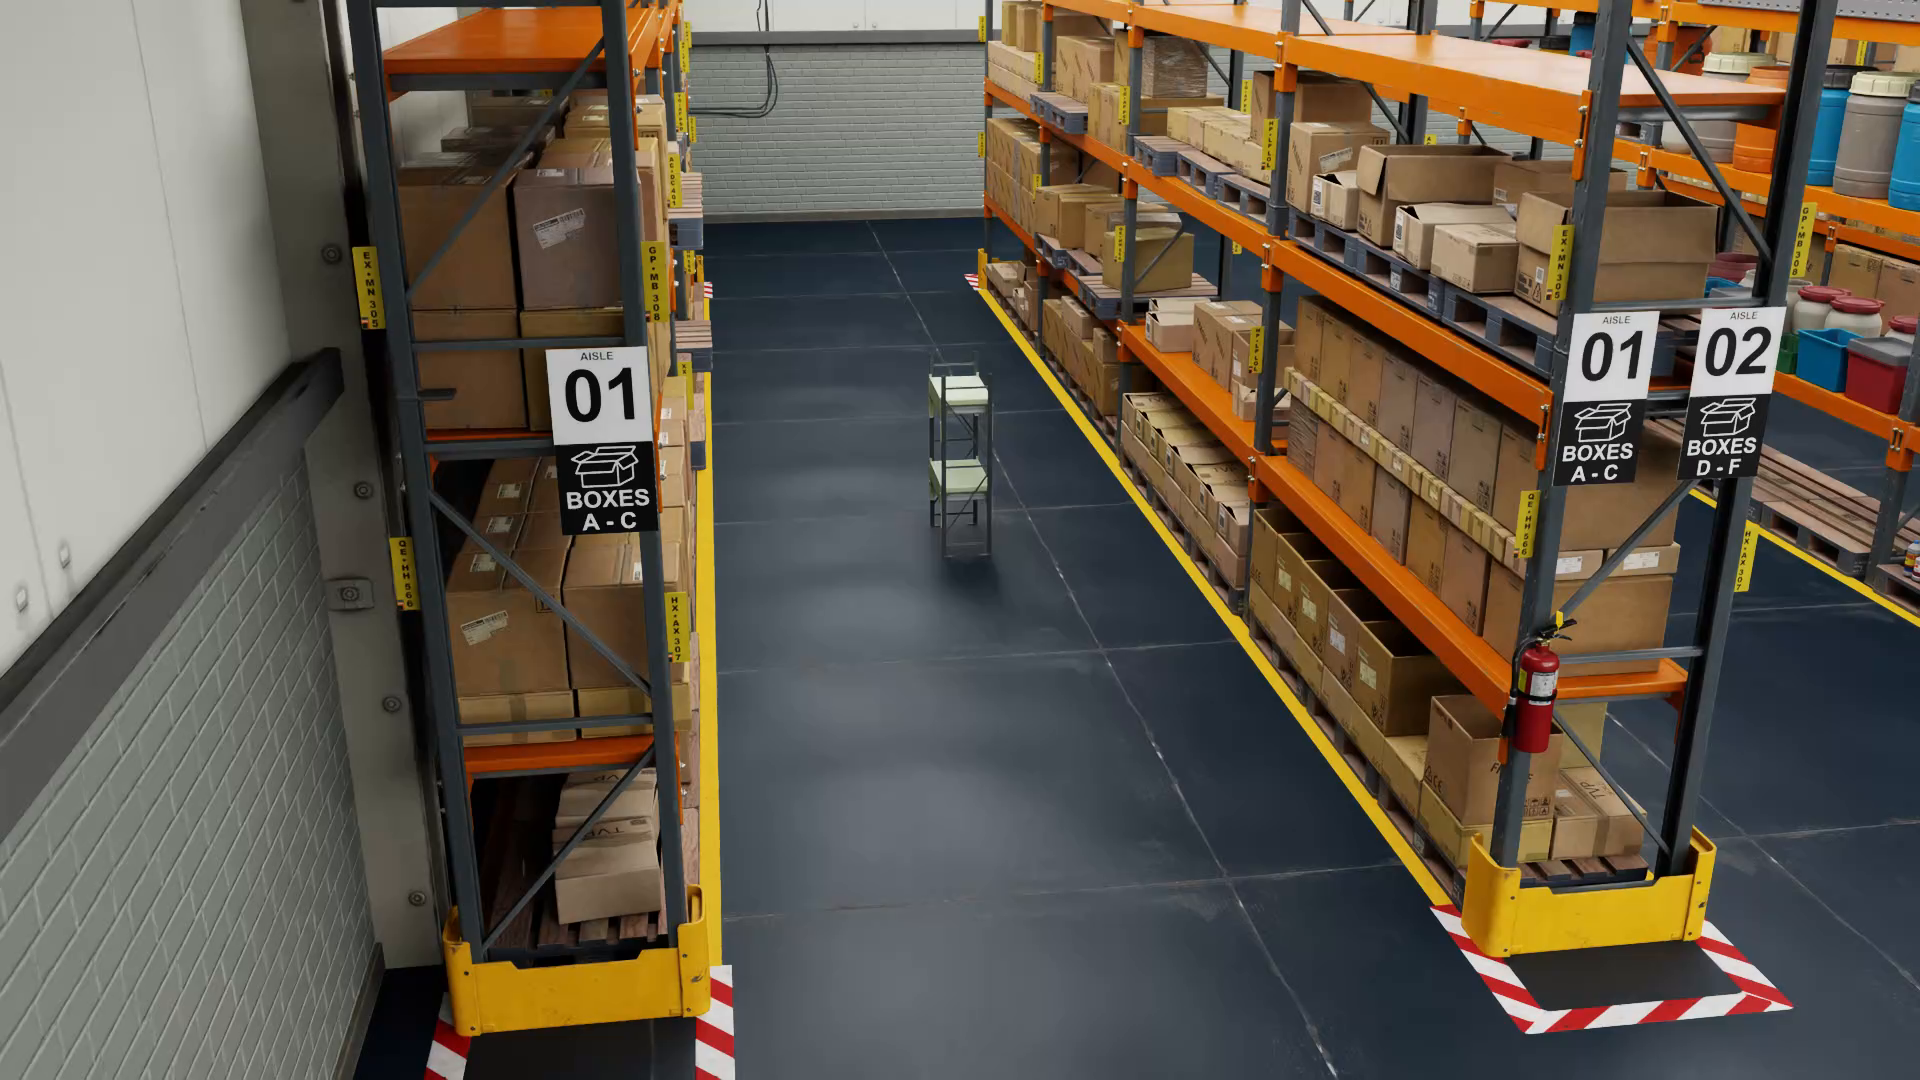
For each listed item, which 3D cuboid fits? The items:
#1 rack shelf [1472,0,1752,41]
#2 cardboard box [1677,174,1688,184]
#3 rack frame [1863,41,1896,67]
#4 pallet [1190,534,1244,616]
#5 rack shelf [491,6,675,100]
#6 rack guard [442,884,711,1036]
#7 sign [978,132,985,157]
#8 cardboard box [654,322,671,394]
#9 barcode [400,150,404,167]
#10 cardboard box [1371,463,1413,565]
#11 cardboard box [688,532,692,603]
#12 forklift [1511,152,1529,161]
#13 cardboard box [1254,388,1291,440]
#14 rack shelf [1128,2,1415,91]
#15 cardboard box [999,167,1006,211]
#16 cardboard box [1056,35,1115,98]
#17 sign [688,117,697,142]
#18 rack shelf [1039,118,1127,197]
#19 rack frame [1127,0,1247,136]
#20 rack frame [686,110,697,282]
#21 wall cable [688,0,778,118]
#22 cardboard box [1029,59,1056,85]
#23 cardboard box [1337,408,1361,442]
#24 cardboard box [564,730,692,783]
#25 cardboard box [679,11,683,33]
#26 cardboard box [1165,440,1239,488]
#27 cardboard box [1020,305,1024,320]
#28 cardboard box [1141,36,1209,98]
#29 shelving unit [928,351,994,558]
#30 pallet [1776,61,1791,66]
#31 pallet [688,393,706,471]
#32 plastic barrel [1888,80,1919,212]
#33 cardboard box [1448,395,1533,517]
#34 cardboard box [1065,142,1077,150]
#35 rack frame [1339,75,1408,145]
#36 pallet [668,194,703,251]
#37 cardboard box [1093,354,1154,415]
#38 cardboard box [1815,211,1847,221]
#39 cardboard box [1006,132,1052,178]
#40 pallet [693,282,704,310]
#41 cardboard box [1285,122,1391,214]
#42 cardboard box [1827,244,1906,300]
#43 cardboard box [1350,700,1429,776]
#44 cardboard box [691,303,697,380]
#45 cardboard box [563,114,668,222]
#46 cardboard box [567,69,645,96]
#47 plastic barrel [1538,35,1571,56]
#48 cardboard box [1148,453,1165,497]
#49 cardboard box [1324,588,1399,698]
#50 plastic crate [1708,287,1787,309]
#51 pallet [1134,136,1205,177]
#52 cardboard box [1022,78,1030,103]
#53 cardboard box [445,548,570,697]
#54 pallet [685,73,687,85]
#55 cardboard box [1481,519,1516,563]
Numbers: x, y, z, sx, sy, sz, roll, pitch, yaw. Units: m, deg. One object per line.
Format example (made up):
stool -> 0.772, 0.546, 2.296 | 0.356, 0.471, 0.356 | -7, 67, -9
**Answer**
rack shelf -> 6.602, -5.437, 17.012 | 1.077, 0.370, 4.000 | -3, 21, -8
cardboard box -> 10.402, -5.132, 23.529 | 0.380, 0.149, 0.250 | -3, 21, -9
rack frame -> 11.215, -6.904, 19.339 | 1.000, 3.000, 0.127 | -3, 21, -8
pallet -> 2.420, 0.228, 12.804 | 1.003, 0.211, 1.213 | -3, 21, -8
rack shelf -> -2.625, -3.552, 11.966 | 1.077, 0.370, 4.000 | -3, 21, -8
rack guard -> -1.771, 1.956, 7.765 | 1.175, 0.500, 0.348 | -3, 21, -8
sign -> 0.298, -5.358, 22.537 | 0.100, 0.325, 0.005 | -3, 21, -8
cardboard box -> -1.603, -0.967, 7.558 | 0.500, 0.500, 0.500 | -2, 21, -4
barcode -> -2.357, -1.611, 7.026 | 0.001, 0.075, 0.075 | -3, 21, -8
cardboard box -> 2.861, -0.185, 9.782 | 0.700, 0.500, 0.500 | -2, 21, -6
cardboard box -> -1.743, 0.156, 9.197 | 0.500, 0.250, 0.500 | -3, 21, -7
forklift -> 4.432, -2.065, 15.056 | 1.130, 2.935, 3.031 | 0, 20, -1
cardboard box -> 2.451, -0.923, 12.115 | 0.500, 0.250, 0.500 | -2, 21, -4
rack shelf -> 2.277, -3.804, 12.638 | 1.077, 0.370, 4.000 | -3, 21, -8
cardboard box -> 0.787, -4.507, 21.354 | 0.500, 0.500, 0.500 | -3, 21, -8
cardboard box -> 1.412, -5.112, 17.944 | 0.600, 0.600, 0.600 | -5, 21, -13
sign -> -3.527, -5.405, 21.906 | 0.100, 0.325, 0.005 | -3, 21, -8
rack shelf -> 1.700, -3.971, 16.801 | 1.077, 0.370, 4.000 | -3, 21, -8
rack frame -> 1.989, -5.020, 14.296 | 1.000, 3.000, 0.127 | -3, 21, -8
rack frame -> -4.066, -4.729, 22.090 | 1.000, 3.000, 0.127 | -3, 21, -8
wall cable -> -4.528, -8.061, 26.875 | 3.097, 2.526, 0.112 | -3, 21, -8
cardboard box -> 1.073, -5.319, 18.882 | 0.500, 0.250, 0.500 | -3, 21, -8
cardboard box -> 2.561, -0.719, 10.285 | 0.380, 0.149, 0.250 | -4, 21, -10
cardboard box -> -1.909, 1.078, 9.487 | 0.700, 0.500, 0.500 | -4, 21, -11
cardboard box -> -3.395, -5.712, 18.835 | 0.500, 0.500, 0.500 | -3, 21, -9
cardboard box -> 2.003, -0.649, 13.695 | 0.500, 0.311, 0.500 | -3, 21, -8
cardboard box -> 0.936, -2.775, 20.305 | 0.380, 0.149, 0.250 | -3, 21, -8
cardboard box -> 1.932, -4.282, 15.034 | 0.500, 0.500, 0.500 | -3, 21, -8
shelving unit -> 0.001, -0.700, 13.448 | 0.431, 1.500, 0.755 | -3, 21, -8
pallet -> 10.935, -6.162, 21.767 | 1.003, 0.211, 1.213 | -3, 21, -8
pallet -> -2.303, -0.756, 11.727 | 1.003, 0.211, 1.213 | -3, 21, -8
plastic barrel -> 7.179, -2.879, 12.133 | 0.600, 0.901, 0.708 | -3, 21, -8
cardboard box -> 2.998, -0.457, 8.656 | 0.700, 0.500, 0.500 | -3, 21, -9
cardboard box -> 1.548, -4.466, 19.815 | 0.500, 0.500, 0.500 | -4, 21, -9
rack frame -> 5.737, -5.228, 23.428 | 1.000, 3.000, 0.127 | -3, 21, -8
pallet -> -2.320, -2.110, 11.060 | 1.213, 0.211, 1.003 | -3, 21, -8
cardboard box -> 1.621, -1.557, 16.542 | 0.500, 0.500, 0.500 | -2, 21, -6
cardboard box -> 10.847, -4.065, 20.671 | 0.380, 0.149, 0.250 | -3, 21, -7
cardboard box -> 0.863, -4.798, 20.704 | 0.500, 0.500, 0.500 | -3, 21, -8
pallet -> -3.873, -3.149, 21.847 | 1.003, 0.211, 1.213 | -3, 21, -8
cardboard box -> 2.377, -2.352, 10.495 | 0.500, 0.500, 0.500 | -1, 21, -3
cardboard box -> 11.327, -3.074, 20.096 | 1.225, 0.875, 0.875 | -3, 21, -8
cardboard box -> 2.614, 1.135, 9.720 | 0.500, 0.250, 0.500 | -3, 21, -8
cardboard box -> -3.136, -2.007, 17.276 | 0.750, 0.750, 0.750 | -2, 21, -6
cardboard box -> -1.821, -1.974, 8.828 | 0.500, 0.500, 0.500 | -4, 21, -10
cardboard box -> -3.168, -3.963, 14.980 | 0.700, 0.500, 0.500 | -4, 21, -11
plastic barrel -> 6.646, -5.228, 18.270 | 0.600, 0.588, 0.600 | 0, 20, 0
cardboard box -> 1.928, -0.569, 14.282 | 0.500, 0.250, 0.500 | -3, 21, -9
cardboard box -> 2.540, 0.611, 10.052 | 0.500, 0.500, 0.500 | -3, 21, -8
plastic crate -> 6.821, -1.914, 14.461 | 0.402, 0.464, 0.583 | -3, 21, -8
pallet -> 2.175, -3.296, 14.237 | 1.213, 0.211, 1.003 | -2, 21, -5
cardboard box -> 1.017, -5.258, 19.435 | 0.500, 0.250, 0.500 | -3, 21, -8
cardboard box -> -2.038, 0.368, 7.557 | 0.500, 0.500, 0.500 | -3, 21, -8
pallet -> -3.949, -5.836, 20.894 | 1.003, 0.211, 1.213 | -3, 21, -8
cardboard box -> 2.859, -0.004, 8.370 | 0.380, 0.149, 0.250 | -2, 21, -6
